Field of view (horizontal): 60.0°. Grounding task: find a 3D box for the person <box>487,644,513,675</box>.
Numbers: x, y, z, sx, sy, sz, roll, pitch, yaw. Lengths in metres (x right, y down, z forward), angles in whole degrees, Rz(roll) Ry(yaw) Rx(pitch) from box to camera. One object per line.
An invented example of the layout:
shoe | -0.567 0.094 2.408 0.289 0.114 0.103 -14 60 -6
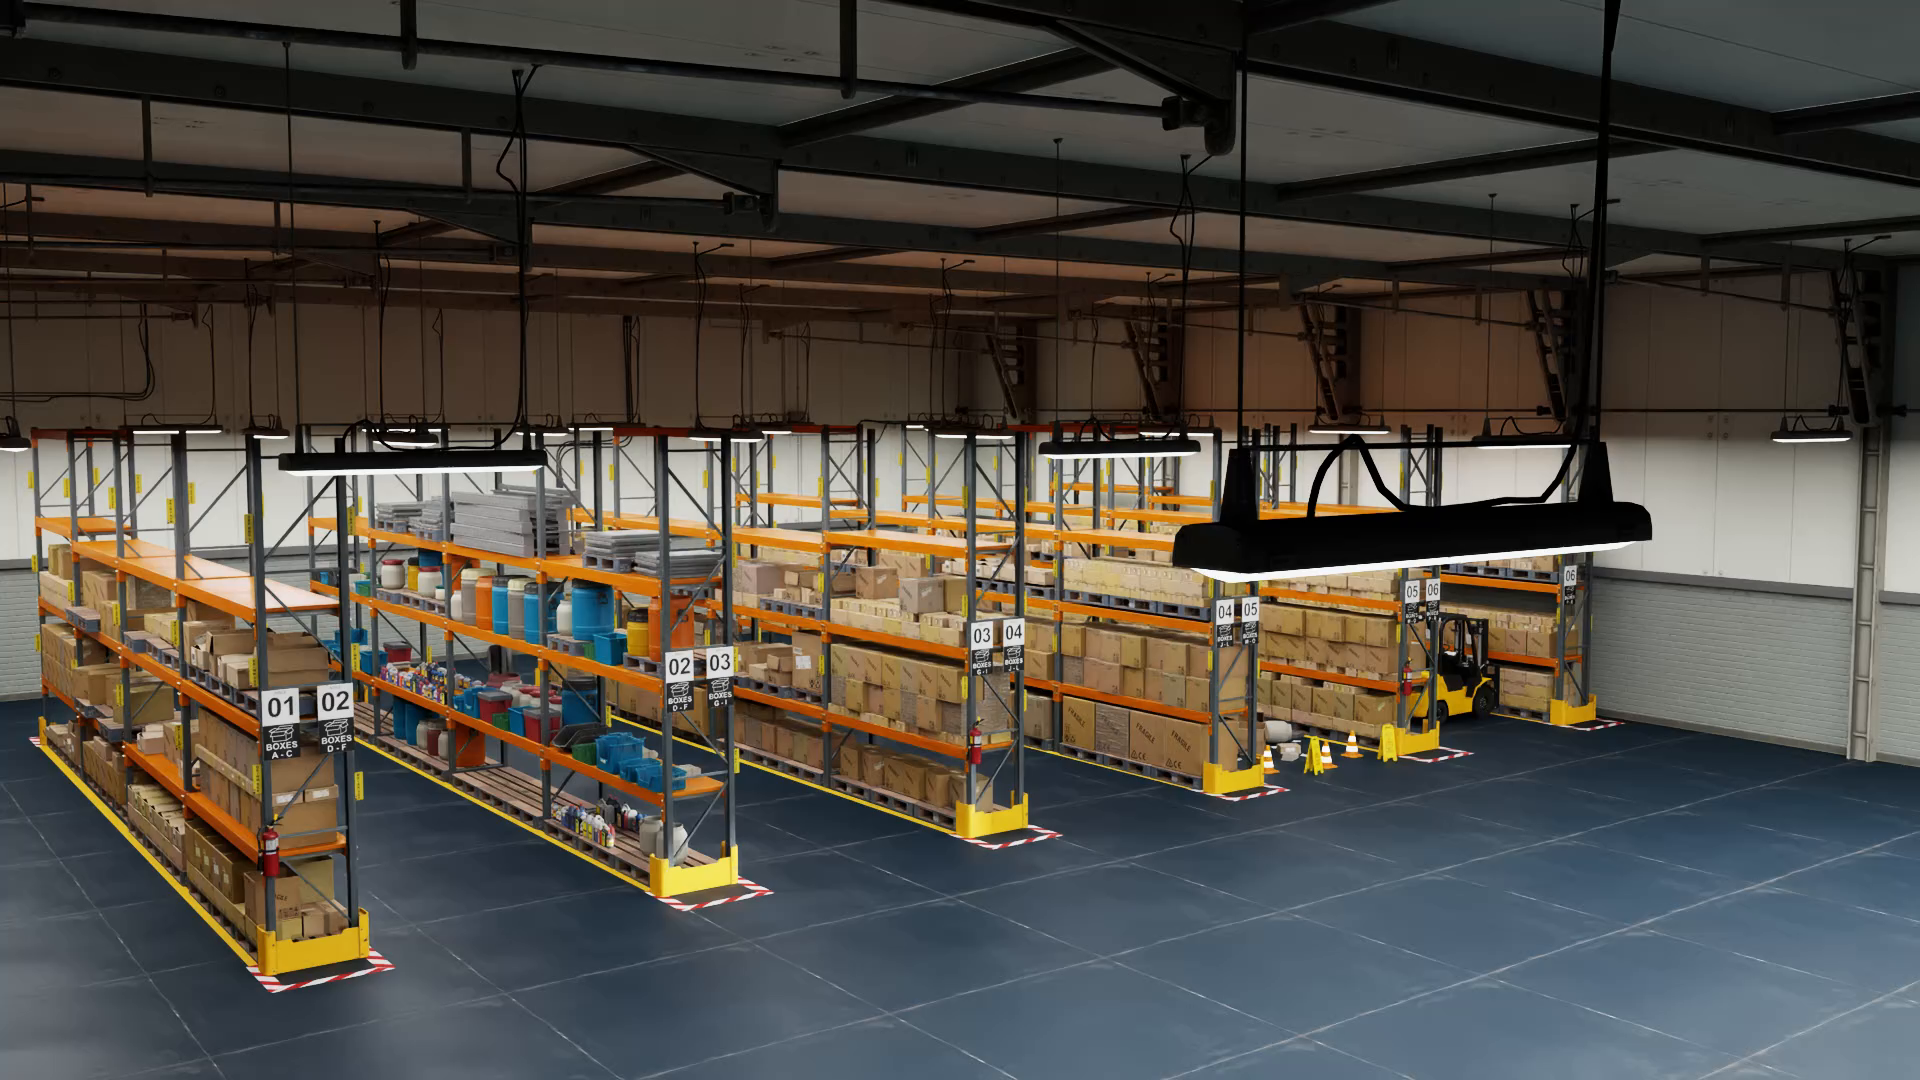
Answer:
person | -9.509 2.760 34.469 0.558 1.706 0.496 -1 5 -16
